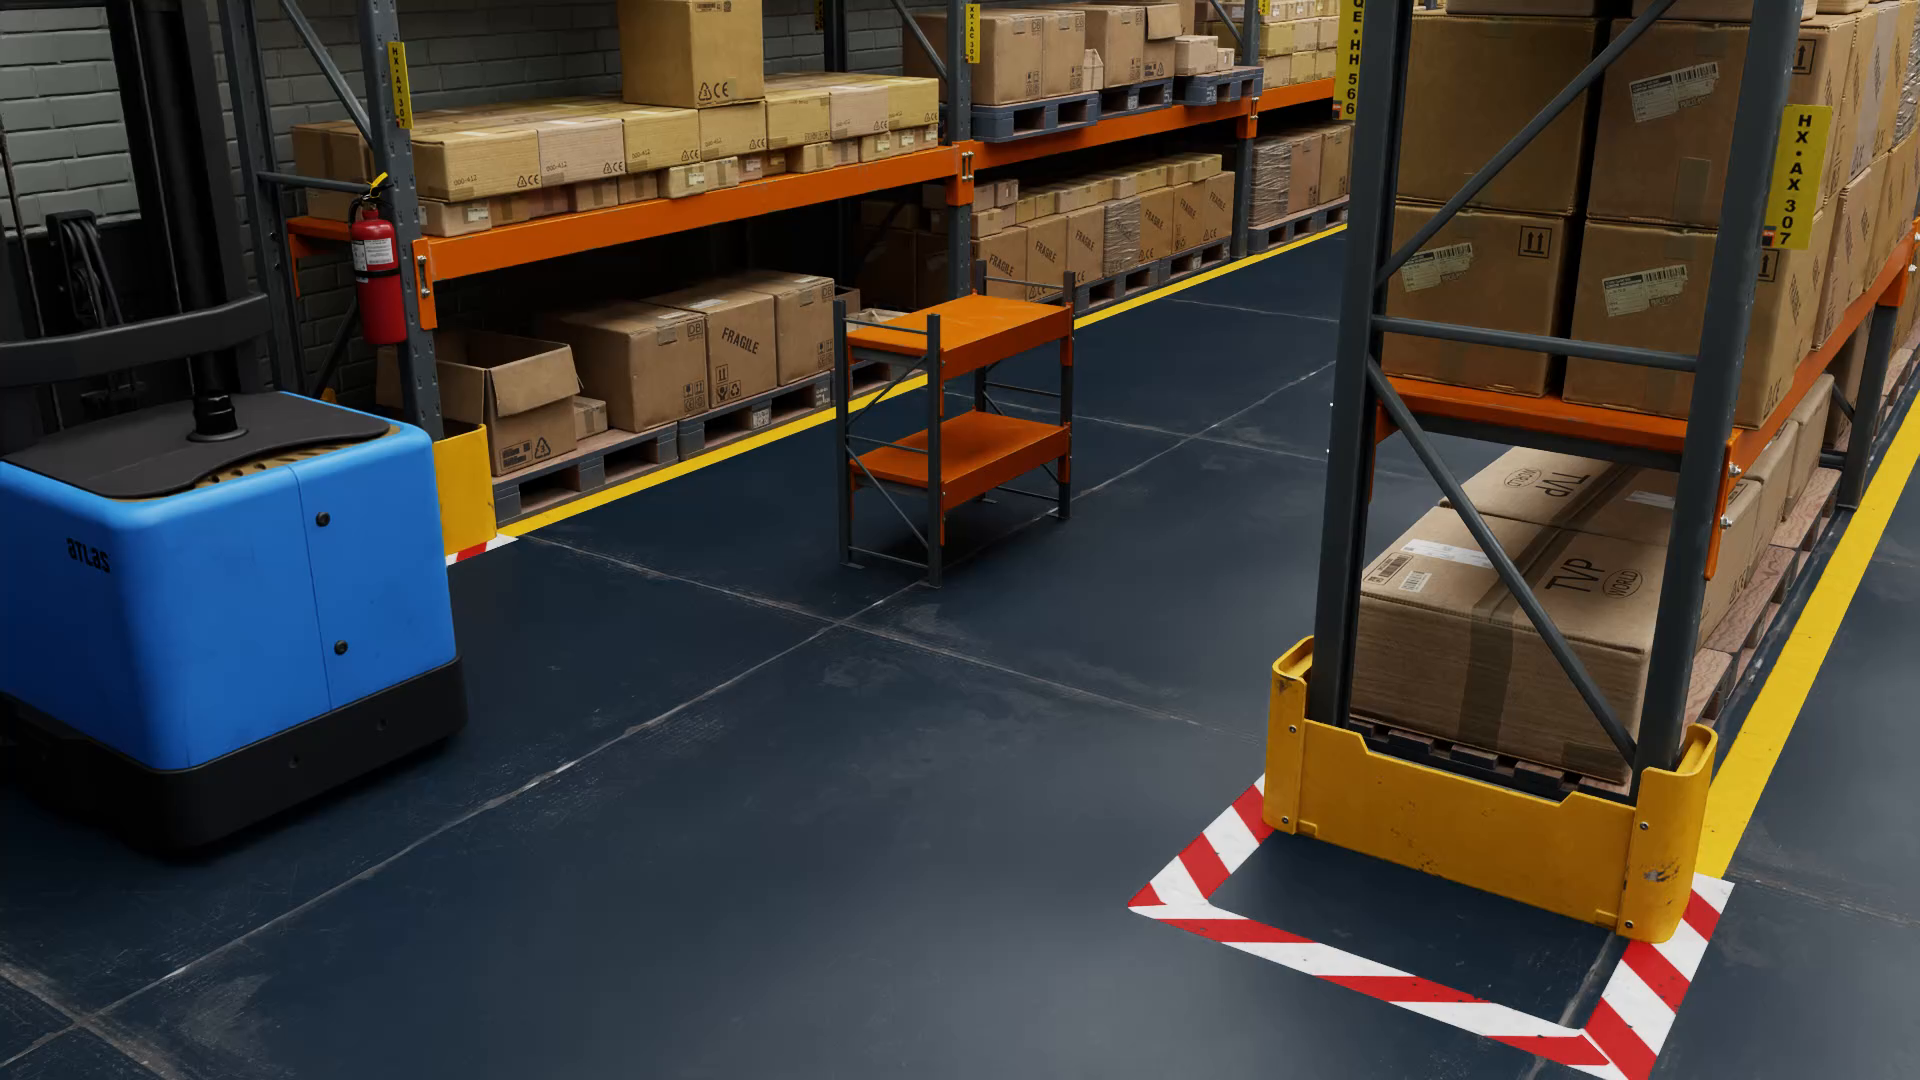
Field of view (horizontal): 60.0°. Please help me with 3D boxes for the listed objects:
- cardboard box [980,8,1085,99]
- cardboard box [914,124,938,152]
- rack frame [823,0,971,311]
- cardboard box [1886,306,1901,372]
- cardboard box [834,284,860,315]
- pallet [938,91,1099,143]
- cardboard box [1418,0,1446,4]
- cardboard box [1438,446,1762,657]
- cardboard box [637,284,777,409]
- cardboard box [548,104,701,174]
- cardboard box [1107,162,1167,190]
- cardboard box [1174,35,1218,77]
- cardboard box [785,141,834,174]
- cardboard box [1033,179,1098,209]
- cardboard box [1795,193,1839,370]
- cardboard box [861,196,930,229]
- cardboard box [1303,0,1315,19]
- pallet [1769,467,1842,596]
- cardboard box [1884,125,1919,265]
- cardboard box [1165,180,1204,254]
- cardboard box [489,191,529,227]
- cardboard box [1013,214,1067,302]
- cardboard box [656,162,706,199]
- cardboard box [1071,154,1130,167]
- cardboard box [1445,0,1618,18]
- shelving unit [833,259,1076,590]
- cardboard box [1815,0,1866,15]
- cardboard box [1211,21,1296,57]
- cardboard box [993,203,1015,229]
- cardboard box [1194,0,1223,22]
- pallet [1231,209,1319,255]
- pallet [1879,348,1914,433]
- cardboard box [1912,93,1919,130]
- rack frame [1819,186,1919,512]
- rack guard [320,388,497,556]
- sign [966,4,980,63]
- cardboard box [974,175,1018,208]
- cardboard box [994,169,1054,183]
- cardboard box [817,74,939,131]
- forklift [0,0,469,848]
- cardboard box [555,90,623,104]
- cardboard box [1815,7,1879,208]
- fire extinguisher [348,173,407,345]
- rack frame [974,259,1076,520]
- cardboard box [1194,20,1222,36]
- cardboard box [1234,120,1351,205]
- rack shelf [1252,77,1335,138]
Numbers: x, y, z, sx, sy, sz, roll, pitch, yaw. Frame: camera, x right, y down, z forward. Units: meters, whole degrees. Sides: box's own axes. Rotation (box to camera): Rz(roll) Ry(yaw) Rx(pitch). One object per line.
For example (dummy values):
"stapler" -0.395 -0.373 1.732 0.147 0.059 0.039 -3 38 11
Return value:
"cardboard box" 0.365 -3.105 10.586 0.700 0.500 0.500 14 24 32
"cardboard box" -0.354 -2.359 9.681 0.380 0.149 0.250 14 24 33
"rack frame" -0.383 -2.618 10.018 1.000 3.000 0.127 13 24 32
"cardboard box" 4.508 -1.305 8.927 0.875 0.875 0.875 14 25 33
"cardboard box" -0.950 -1.410 10.023 0.500 0.311 0.500 14 25 34
"pallet" 0.156 -2.735 10.613 1.003 0.211 1.213 13 24 32
"cardboard box" 4.511 -5.304 16.202 0.380 0.149 0.250 13 24 31
"cardboard box" 2.271 0.029 5.951 0.875 0.438 0.875 14 25 33
"cardboard box" -1.317 -1.021 8.700 0.500 0.500 0.500 14 24 33
"cardboard box" -1.588 -1.907 7.885 0.500 0.250 0.500 13 24 31
"cardboard box" 1.299 -2.685 12.262 0.380 0.149 0.250 14 25 33
"cardboard box" 1.540 -3.526 12.084 0.500 0.250 0.500 12 23 29
"cardboard box" -0.898 -2.052 8.851 0.380 0.149 0.250 13 24 31
"cardboard box" 0.721 -2.384 11.450 0.380 0.149 0.250 14 25 34
"cardboard box" 2.244 -0.782 4.911 0.500 0.500 0.500 13 24 31
"cardboard box" -0.415 -2.108 10.703 0.380 0.149 0.250 12 24 30
"cardboard box" 2.697 -4.383 13.712 0.380 0.149 0.250 14 24 32
"pallet" 3.232 -0.140 7.339 1.003 0.211 1.213 13 24 32
"cardboard box" 3.390 -1.366 6.490 0.500 0.500 0.500 13 24 31
"cardboard box" 1.516 -2.485 12.657 0.500 0.500 0.500 13 24 31
"cardboard box" -2.115 -1.475 7.290 0.380 0.149 0.250 14 24 33
"cardboard box" 0.366 -1.892 11.053 0.500 0.500 0.500 13 24 31
"cardboard box" -1.455 -1.753 8.042 0.380 0.149 0.250 12 24 30
"cardboard box" 1.069 -2.847 12.701 0.380 0.149 0.250 14 24 33
"cardboard box" 1.512 -1.465 4.381 0.380 0.149 0.250 14 24 33
"shelving unit" -0.004 -0.526 7.065 0.538 1.125 1.048 13 24 32
"cardboard box" 2.233 -1.512 4.509 0.380 0.149 0.250 14 25 33
"cardboard box" 2.338 -4.004 13.262 0.500 0.250 0.500 13 24 32
"cardboard box" 0.130 -2.092 10.659 0.380 0.149 0.250 13 24 30
"cardboard box" 1.881 -4.249 13.349 0.380 0.149 0.250 14 25 34
"pallet" 2.360 -2.686 14.222 1.003 0.211 1.213 13 24 32
"pallet" 4.781 -0.930 9.476 1.003 0.211 1.213 13 24 32
"cardboard box" 3.395 -1.833 6.312 0.500 0.500 0.500 13 24 31
"rack frame" 3.724 -1.651 7.404 1.000 3.000 0.127 13 24 32
"rack guard" -2.589 -0.319 7.407 1.175 0.500 0.348 13 24 32
"sign" 0.070 -2.920 9.587 0.100 0.325 0.005 13 24 32
"cardboard box" 0.145 -2.221 10.579 0.380 0.149 0.250 12 23 29
"cardboard box" 0.445 -2.555 11.910 0.380 0.149 0.250 12 24 30
"cardboard box" -0.468 -2.493 9.468 0.500 0.250 0.500 14 24 33
"forklift" -3.100 -0.877 5.410 3.031 2.935 1.130 14 25 33
"cardboard box" -1.725 -2.162 8.572 0.500 0.250 0.500 13 24 32
"cardboard box" 2.266 -1.251 4.737 0.500 0.500 0.500 13 24 30
"fire extinguisher" -2.332 -1.126 6.635 0.296 0.674 0.183 13 24 32
"rack frame" 0.282 -0.671 7.459 0.500 1.125 0.032 13 24 32
"cardboard box" 1.888 -4.112 13.554 0.500 0.250 0.500 14 24 33
"cardboard box" 2.966 -3.407 14.969 0.875 0.625 0.625 12 24 30
"rack shelf" 2.990 -4.002 14.796 1.077 0.370 4.000 13 24 32
